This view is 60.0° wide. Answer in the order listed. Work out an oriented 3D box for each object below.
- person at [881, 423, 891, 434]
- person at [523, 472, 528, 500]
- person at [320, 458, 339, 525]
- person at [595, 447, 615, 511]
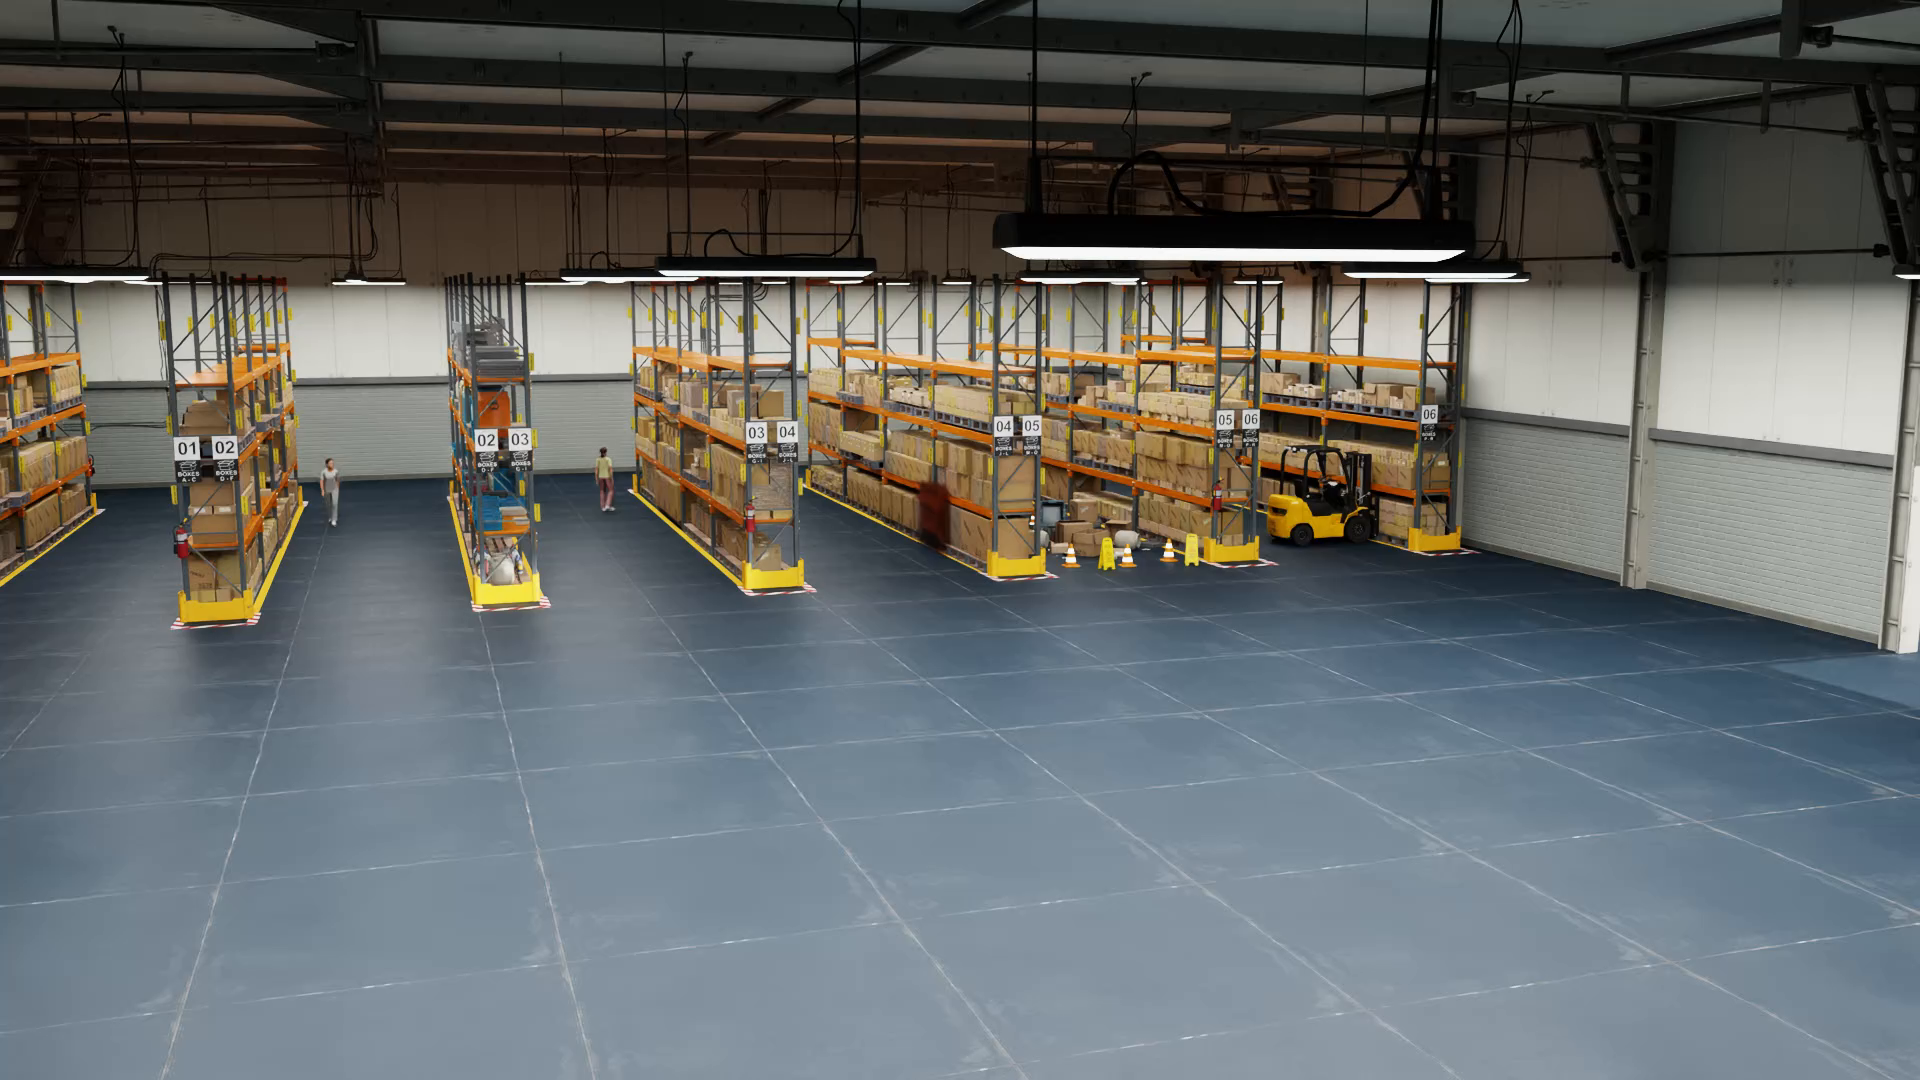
[{"bbox_3d":[-2.342,-2.795,50.893,1.054,1.706,0.513,-4,9,-23],"label":"person"},{"bbox_3d":[-11.961,-1.923,45.082,0.575,1.726,0.505,5,10,31],"label":"person"},{"bbox_3d":[-15.325,-1.189,40.444,0.434,1.605,1.060,-2,9,-16],"label":"person"},{"bbox_3d":[-9.183,-1.571,42.971,0.490,1.668,0.508,1,9,7],"label":"person"}]
